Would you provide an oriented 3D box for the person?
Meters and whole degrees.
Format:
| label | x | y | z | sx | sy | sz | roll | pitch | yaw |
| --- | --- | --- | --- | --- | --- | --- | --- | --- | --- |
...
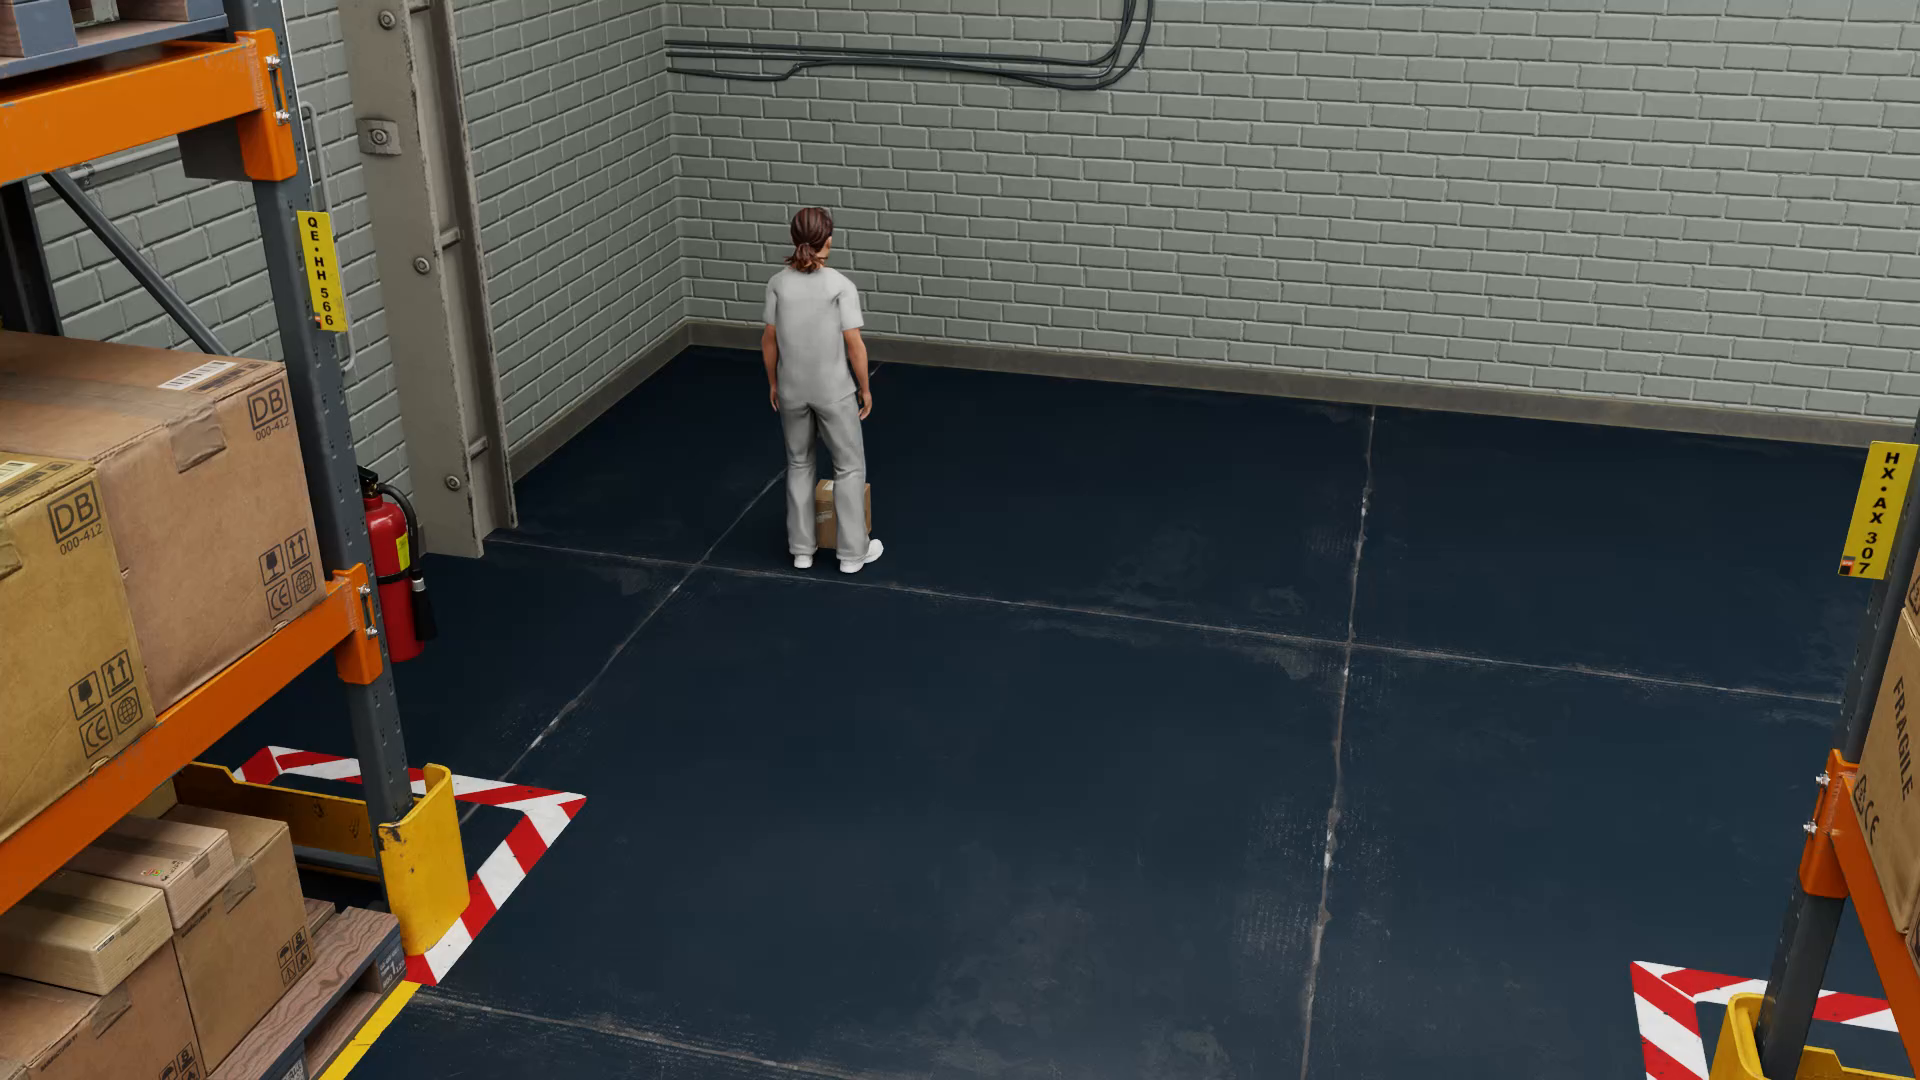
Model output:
| label | x | y | z | sx | sy | sz | roll | pitch | yaw |
| --- | --- | --- | --- | --- | --- | --- | --- | --- | --- |
| person | -0.637 | -0.660 | 7.500 | 0.494 | 1.673 | 0.352 | 6 | 26 | 13 |
